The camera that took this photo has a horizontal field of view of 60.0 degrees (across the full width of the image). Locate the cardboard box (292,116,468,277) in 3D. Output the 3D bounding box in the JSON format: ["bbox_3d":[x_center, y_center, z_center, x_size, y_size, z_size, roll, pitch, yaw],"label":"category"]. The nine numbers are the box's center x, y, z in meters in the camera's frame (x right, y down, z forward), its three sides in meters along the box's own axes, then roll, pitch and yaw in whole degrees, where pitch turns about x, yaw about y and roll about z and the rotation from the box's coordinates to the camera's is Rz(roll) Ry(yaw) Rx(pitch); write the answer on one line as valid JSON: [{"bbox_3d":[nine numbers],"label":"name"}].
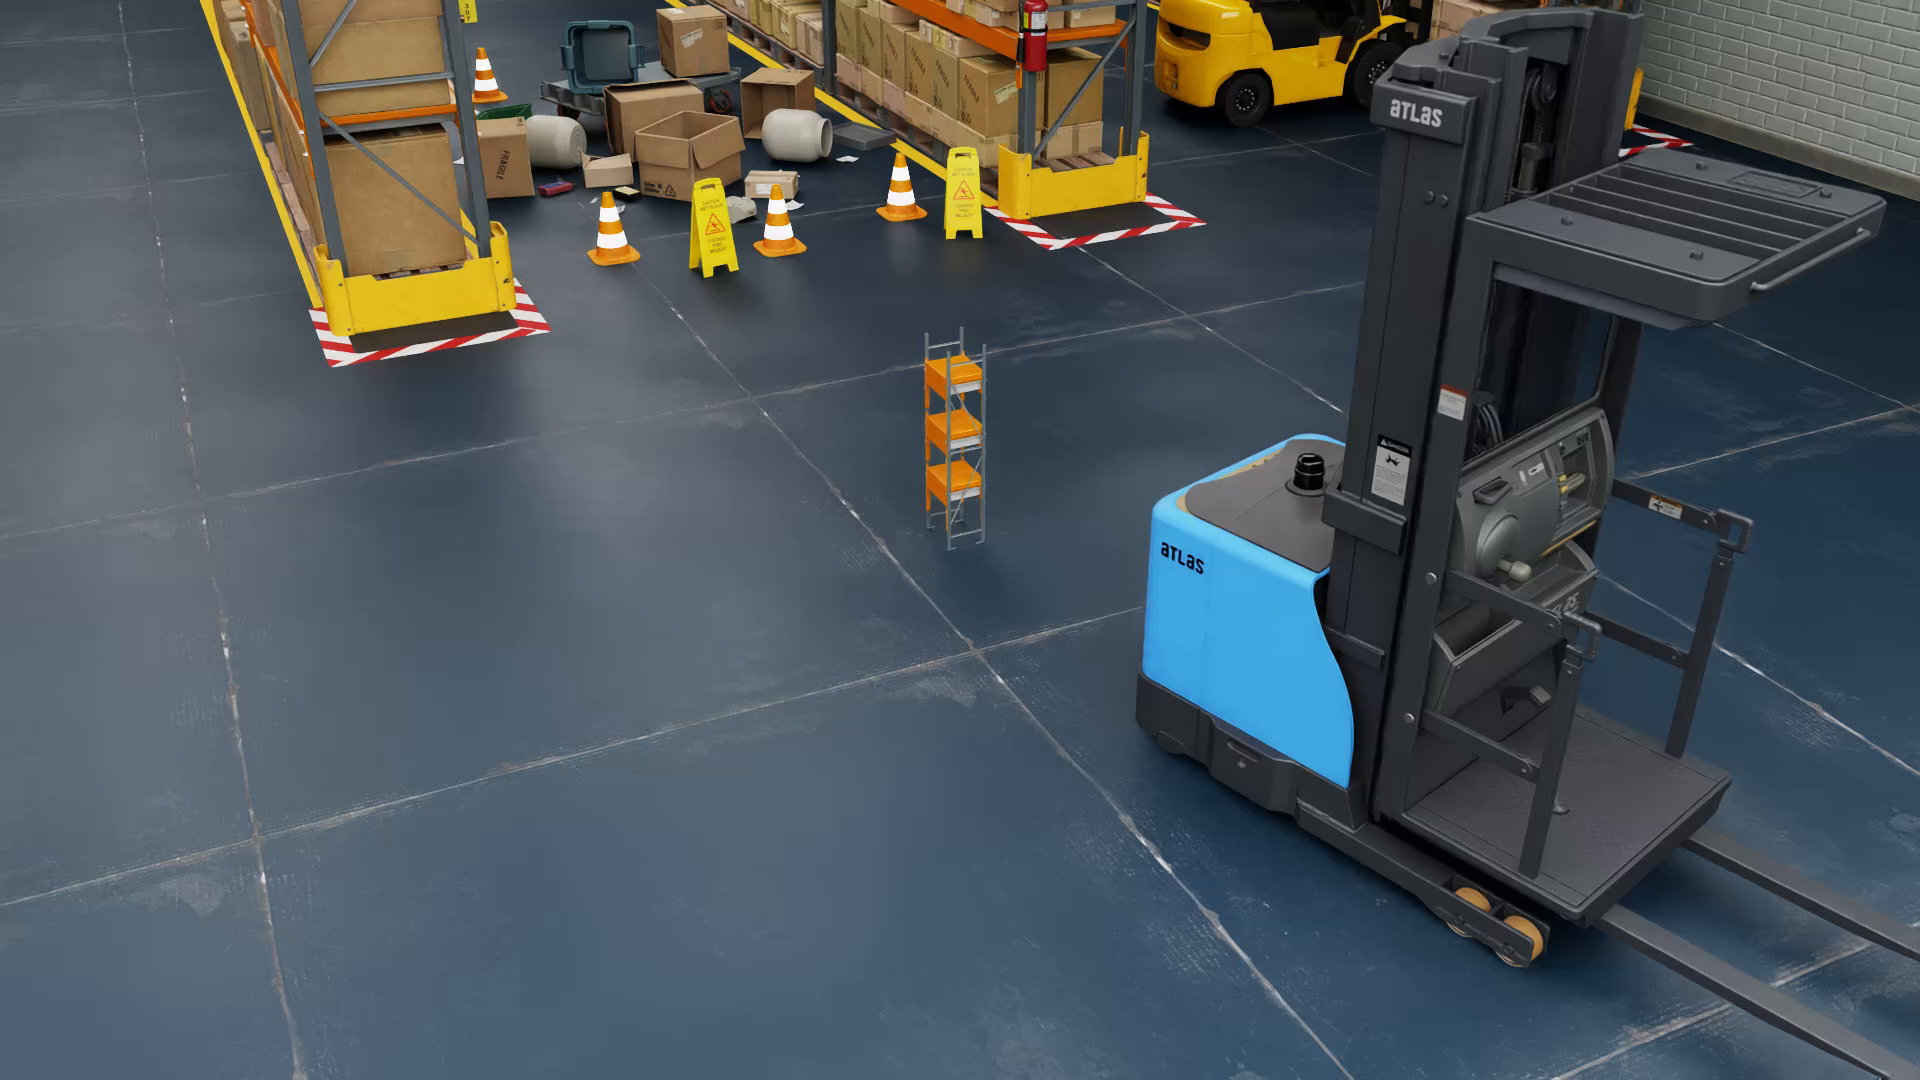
[{"bbox_3d":[-3.873,-2.341,11.100,0.875,0.875,0.875,-13,32,-22],"label":"cardboard box"}]

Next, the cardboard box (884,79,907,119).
[{"bbox_3d":[-0.333,-3.849,14.429,0.500,0.250,0.500,-14,32,-23],"label":"cardboard box"}]

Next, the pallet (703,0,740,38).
[{"bbox_3d":[-2.195,-5.855,18.475,1.003,0.211,1.213,-13,32,-22],"label":"pallet"}]

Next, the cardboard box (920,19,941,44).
[{"bbox_3d":[-0.109,-4.152,13.540,0.380,0.149,0.250,-12,31,-20],"label":"cardboard box"}]

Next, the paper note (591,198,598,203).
[{"bbox_3d":[-2.849,-2.648,12.962,0.032,0.001,0.123,2,29,4],"label":"paper note"}]

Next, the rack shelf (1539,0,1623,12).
[{"bbox_3d":[4.528,-5.496,15.720,1.077,0.370,4.000,-13,32,-22],"label":"rack shelf"}]

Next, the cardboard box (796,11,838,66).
[{"bbox_3d":[-1.039,-4.918,16.210,0.950,0.372,0.625,-13,32,-21],"label":"cardboard box"}]

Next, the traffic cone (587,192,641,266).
[{"bbox_3d":[-2.467,-2.225,11.745,0.336,0.463,0.334,-13,32,-22],"label":"traffic cone"}]

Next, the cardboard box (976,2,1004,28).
[{"bbox_3d":[0.343,-3.982,12.541,0.380,0.149,0.250,-13,32,-23],"label":"cardboard box"}]

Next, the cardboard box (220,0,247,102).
[{"bbox_3d":[-5.997,-4.450,14.989,1.050,0.750,0.750,-13,32,-22],"label":"cardboard box"}]

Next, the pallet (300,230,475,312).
[{"bbox_3d":[-3.936,-1.919,11.457,1.003,0.211,1.213,-13,32,-22],"label":"pallet"}]

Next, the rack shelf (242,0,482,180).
[{"bbox_3d":[-4.380,-3.368,11.925,1.077,0.370,4.000,-13,32,-22],"label":"rack shelf"}]

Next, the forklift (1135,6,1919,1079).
[{"bbox_3d":[2.077,-0.111,5.452,1.130,2.935,3.031,-24,37,-36],"label":"forklift"}]

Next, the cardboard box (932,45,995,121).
[{"bbox_3d":[0.099,-3.723,13.437,0.500,0.500,0.500,-12,31,-20],"label":"cardboard box"}]

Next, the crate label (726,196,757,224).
[{"bbox_3d":[-1.694,-2.504,12.576,0.298,0.136,0.250,19,34,30],"label":"crate label"}]

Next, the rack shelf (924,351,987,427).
[{"bbox_3d":[-0.023,-0.720,7.902,0.215,0.259,0.240,-13,32,-22],"label":"rack shelf"}]

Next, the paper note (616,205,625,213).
[{"bbox_3d":[-2.644,-2.534,12.739,0.144,0.017,0.142,-3,29,-5],"label":"paper note"}]

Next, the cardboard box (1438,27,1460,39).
[{"bbox_3d":[4.690,-4.502,15.082,0.500,0.250,0.500,-13,32,-22],"label":"cardboard box"}]

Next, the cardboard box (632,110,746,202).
[{"bbox_3d":[-2.135,-3.038,13.153,0.637,0.503,0.797,13,32,21],"label":"cardboard box"}]

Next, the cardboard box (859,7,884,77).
[{"bbox_3d":[-0.562,-4.409,14.661,0.500,0.500,0.500,-12,31,-20],"label":"cardboard box"}]

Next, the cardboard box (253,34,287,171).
[{"bbox_3d":[-5.032,-3.529,13.220,0.875,0.875,0.875,-13,32,-21],"label":"cardboard box"}]

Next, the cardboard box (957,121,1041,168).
[{"bbox_3d":[0.305,-3.178,13.232,0.500,0.250,0.500,-13,32,-22],"label":"cardboard box"}]

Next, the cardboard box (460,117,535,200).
[{"bbox_3d":[-3.646,-3.006,13.097,0.500,0.500,0.500,-8,30,-13],"label":"cardboard box"}]

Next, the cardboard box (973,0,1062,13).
[{"bbox_3d":[0.424,-4.238,12.334,0.500,0.500,0.500,-14,32,-23],"label":"cardboard box"}]

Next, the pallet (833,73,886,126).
[{"bbox_3d":[-0.491,-4.144,15.424,1.003,0.211,1.213,-13,32,-22],"label":"pallet"}]

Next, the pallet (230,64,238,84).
[{"bbox_3d":[-6.686,-4.752,16.509,1.003,0.211,1.213,-13,32,-22],"label":"pallet"}]

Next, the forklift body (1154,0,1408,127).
[{"bbox_3d":[2.925,-5.011,14.987,2.313,2.155,1.214,-13,32,-22],"label":"forklift body"}]

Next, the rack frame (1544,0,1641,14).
[{"bbox_3d":[5.387,-4.926,13.969,1.000,3.000,0.127,-13,32,-22],"label":"rack frame"}]

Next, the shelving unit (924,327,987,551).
[{"bbox_3d":[-0.023,-0.482,8.035,0.215,1.050,0.252,-13,32,-22],"label":"shelving unit"}]

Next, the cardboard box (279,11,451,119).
[{"bbox_3d":[-3.722,-3.018,10.413,0.875,0.550,0.550,-13,32,-22],"label":"cardboard box"}]

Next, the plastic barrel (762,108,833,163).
[{"bbox_3d":[-1.349,-3.353,13.797,0.512,0.421,0.421,7,30,13],"label":"plastic barrel"}]

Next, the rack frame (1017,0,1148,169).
[{"bbox_3d":[0.906,-3.883,12.107,1.000,3.000,0.127,-13,32,-22],"label":"rack frame"}]

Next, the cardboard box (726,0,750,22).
[{"bbox_3d":[-1.971,-5.878,17.922,0.950,0.372,0.625,-14,32,-23],"label":"cardboard box"}]

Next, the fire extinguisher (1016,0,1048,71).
[{"bbox_3d":[0.539,-3.702,11.863,0.296,0.674,0.183,-13,32,-22],"label":"fire extinguisher"}]

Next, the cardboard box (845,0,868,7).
[{"bbox_3d":[-0.803,-4.858,14.799,0.380,0.149,0.250,-13,32,-21],"label":"cardboard box"}]

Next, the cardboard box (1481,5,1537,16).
[{"bbox_3d":[4.908,-4.484,14.540,0.500,0.250,0.500,-12,31,-20],"label":"cardboard box"}]

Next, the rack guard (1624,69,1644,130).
[{"bbox_3d":[5.397,-3.826,14.561,1.175,0.500,0.348,-13,32,-22],"label":"rack guard"}]

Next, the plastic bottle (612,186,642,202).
[{"bbox_3d":[-2.628,-2.718,13.035,0.283,0.061,0.133,26,38,38],"label":"plastic bottle"}]

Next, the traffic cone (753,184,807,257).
[{"bbox_3d":[-1.301,-2.312,11.900,0.336,0.463,0.334,-13,32,-22],"label":"traffic cone"}]
